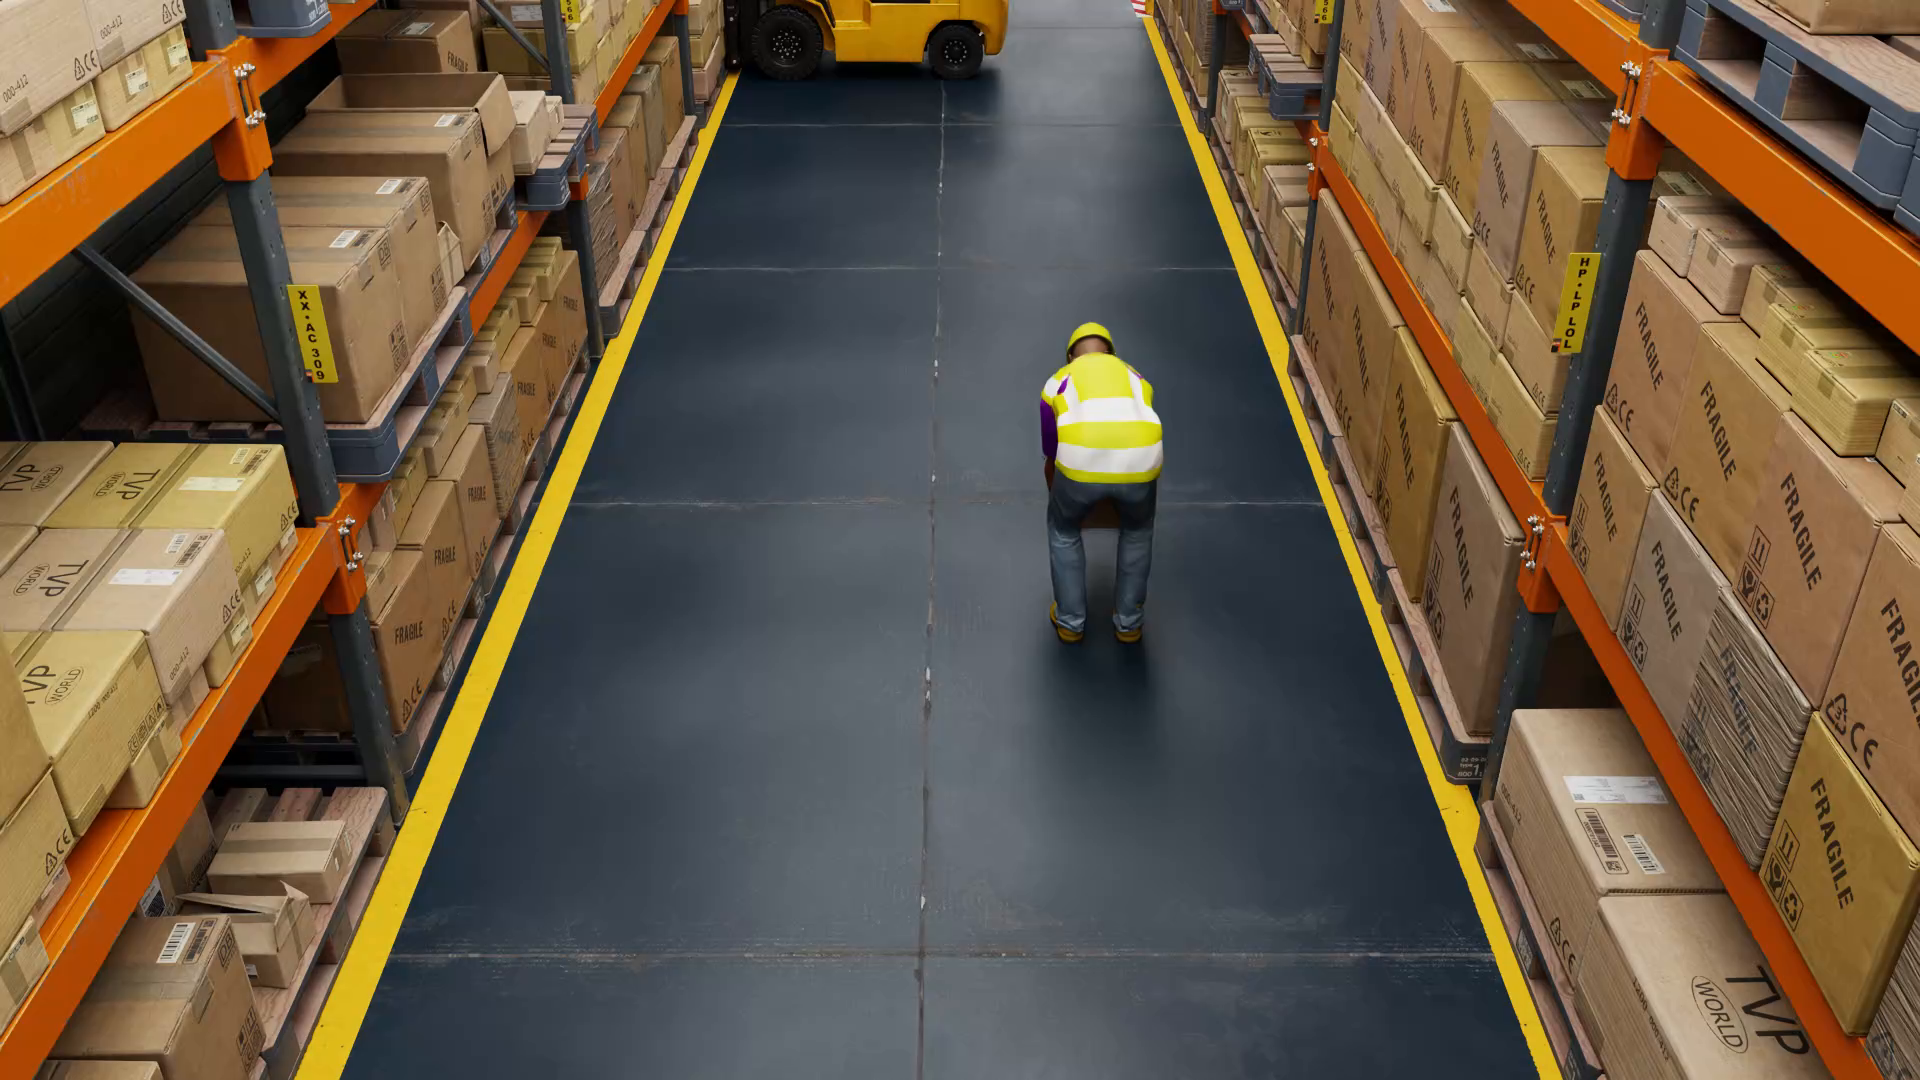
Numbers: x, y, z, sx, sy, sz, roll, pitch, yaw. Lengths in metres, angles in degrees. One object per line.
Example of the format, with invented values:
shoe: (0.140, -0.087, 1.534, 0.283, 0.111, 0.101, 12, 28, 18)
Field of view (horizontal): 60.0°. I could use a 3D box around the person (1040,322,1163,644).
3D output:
person: (0.575, -0.238, 7.092, 0.477, 1.148, 0.974, -1, 31, -2)
